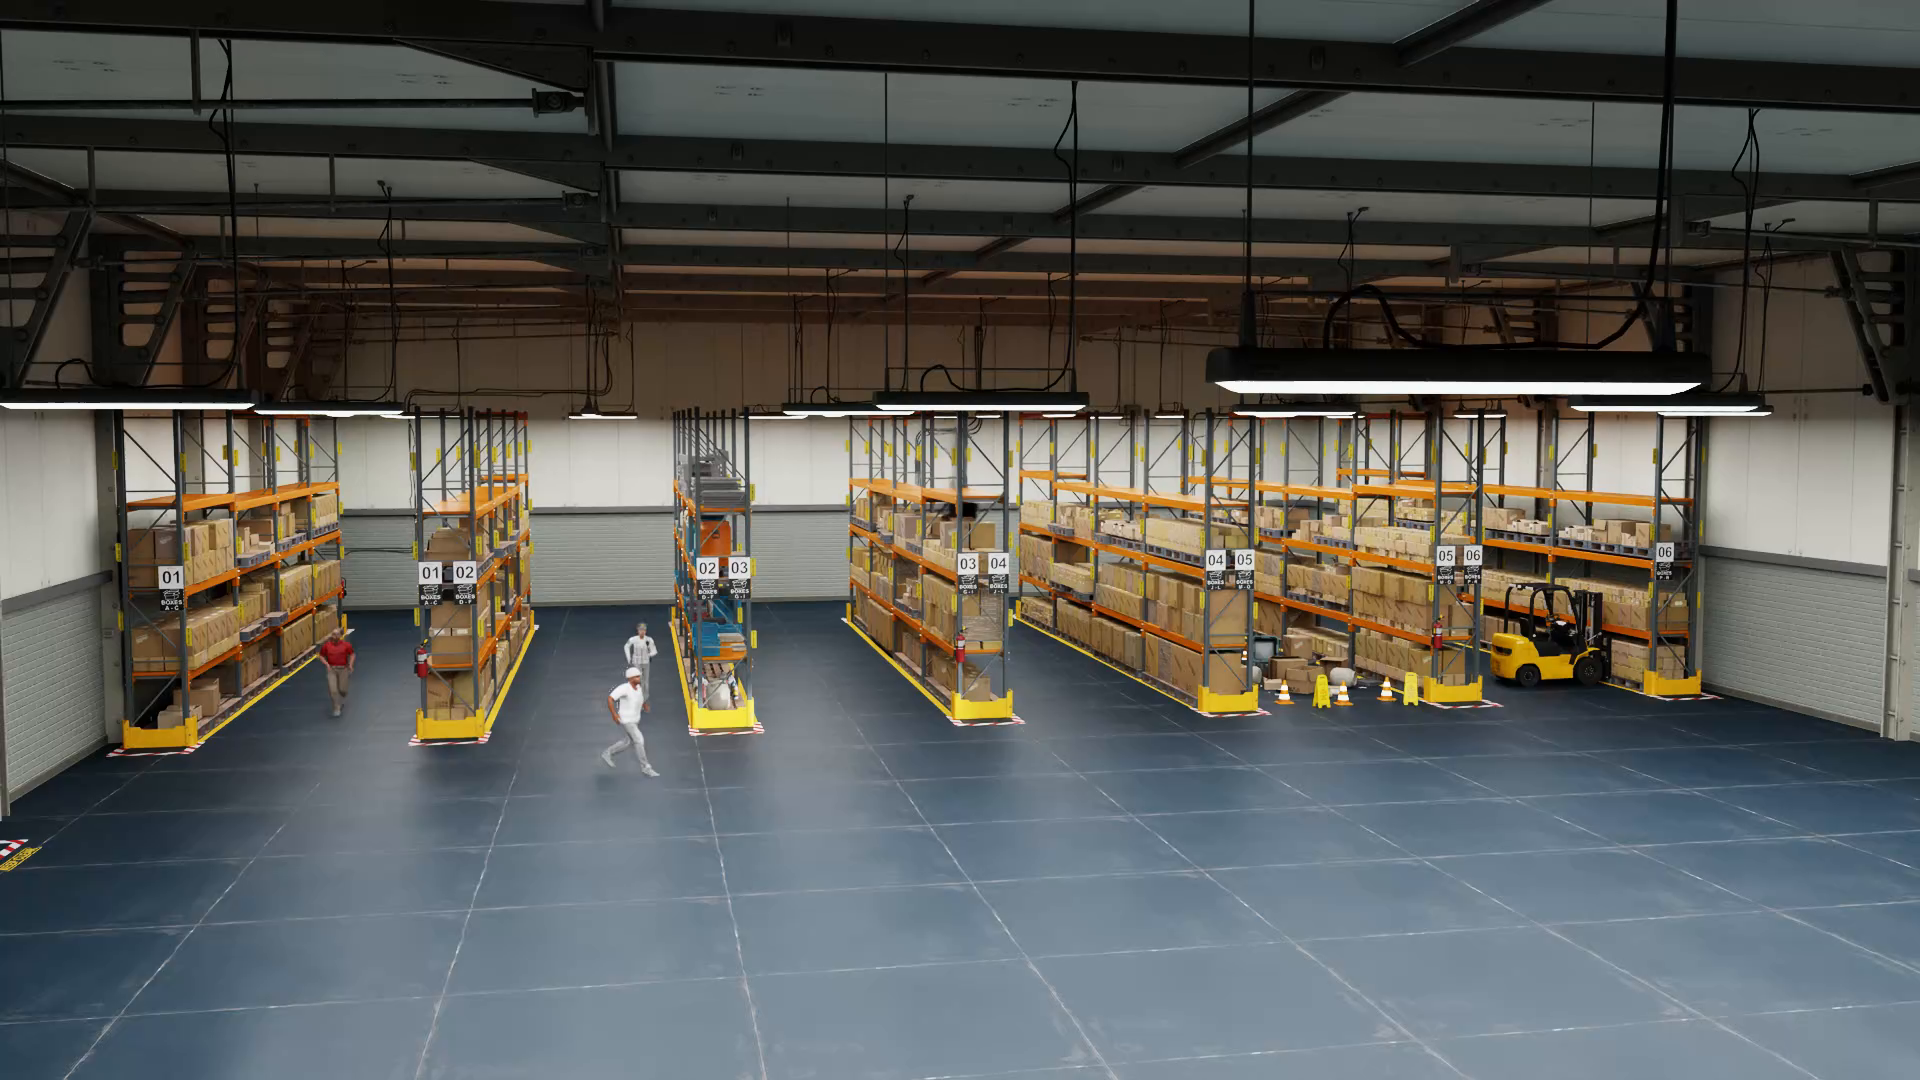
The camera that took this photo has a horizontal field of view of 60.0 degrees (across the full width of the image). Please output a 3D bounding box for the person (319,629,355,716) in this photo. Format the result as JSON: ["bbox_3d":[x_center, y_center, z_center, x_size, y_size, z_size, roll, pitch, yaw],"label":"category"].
[{"bbox_3d":[-12.202,2.577,32.586,0.665,1.688,0.603,-1,4,-18],"label":"person"}]

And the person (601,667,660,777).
[{"bbox_3d":[-5.356,2.930,26.882,1.037,1.762,0.727,1,4,16],"label":"person"}]

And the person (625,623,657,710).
[{"bbox_3d":[-6.404,2.503,33.397,0.630,1.712,0.929,-1,4,-17],"label":"person"}]
